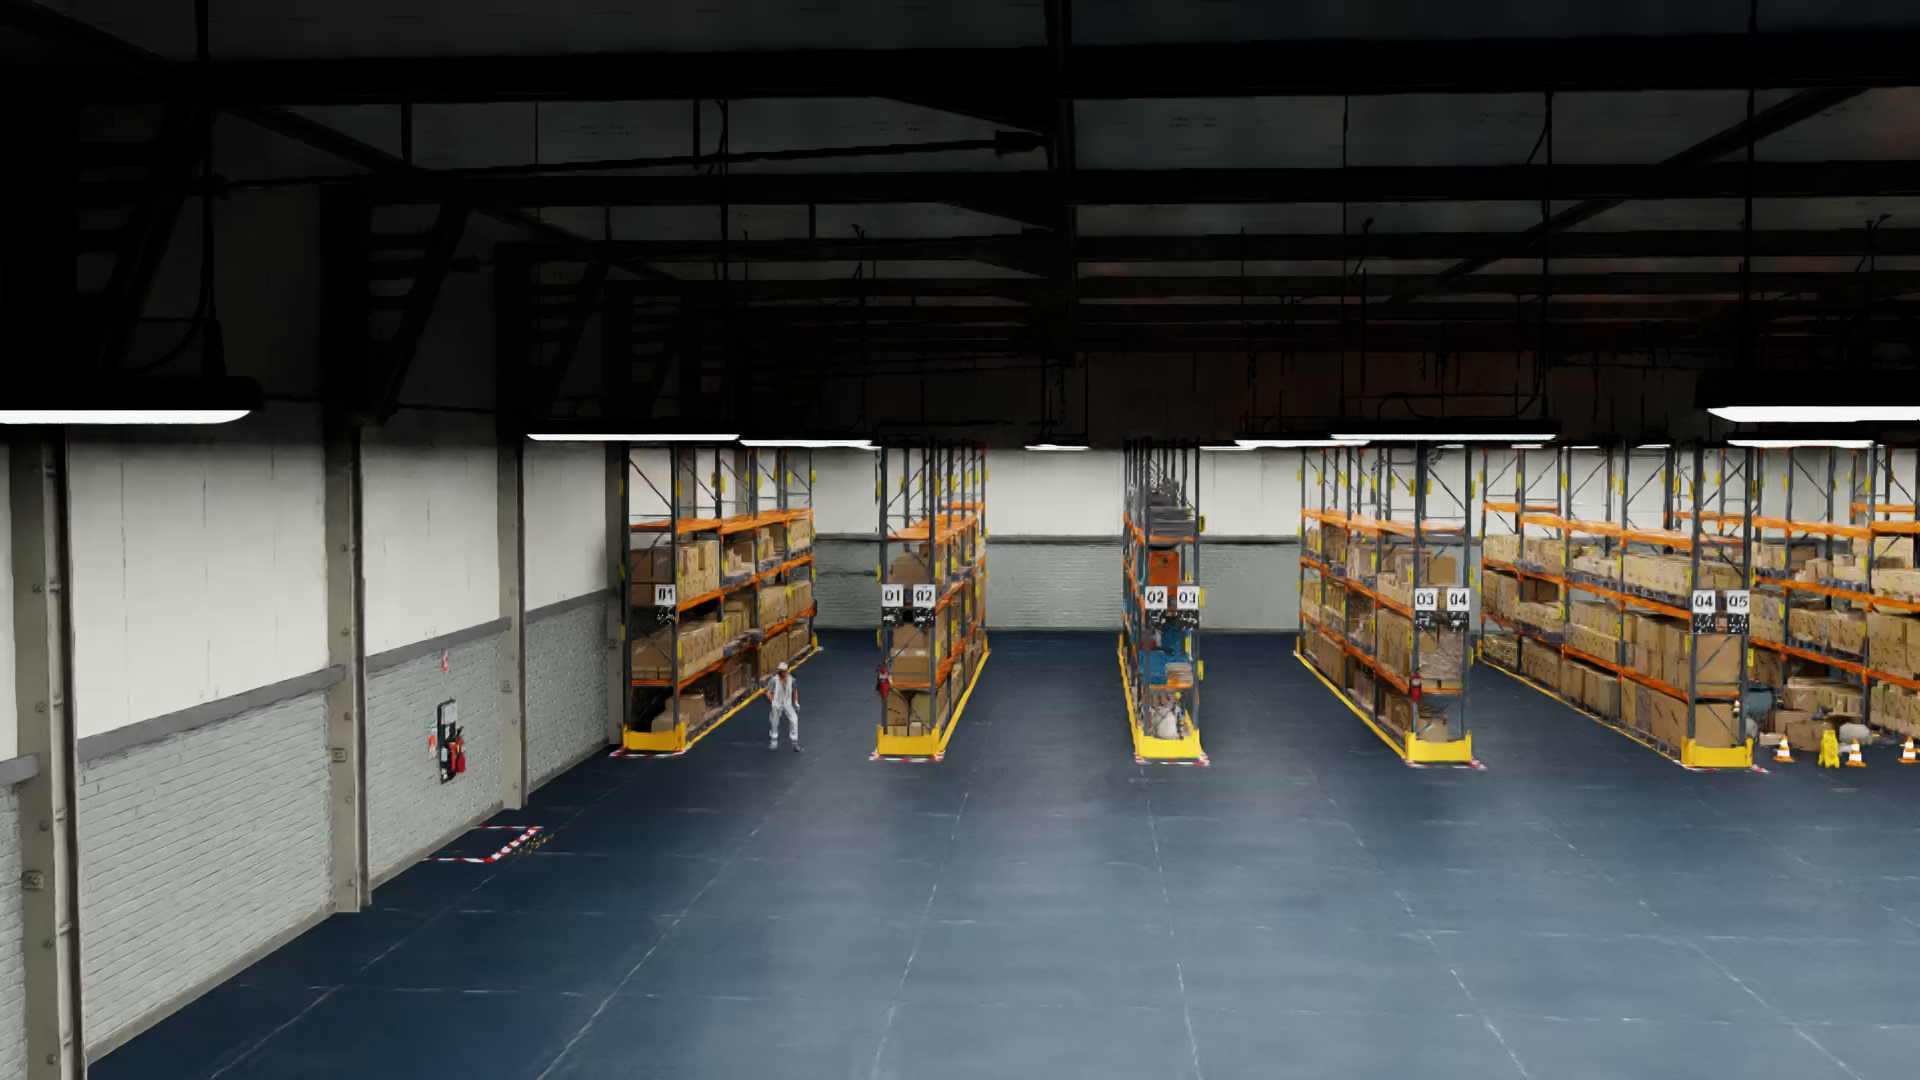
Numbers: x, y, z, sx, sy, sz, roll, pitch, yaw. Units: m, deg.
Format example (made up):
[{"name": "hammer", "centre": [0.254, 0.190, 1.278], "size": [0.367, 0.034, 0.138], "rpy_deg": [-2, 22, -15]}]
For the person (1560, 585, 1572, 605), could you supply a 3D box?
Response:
[{"name": "person", "centre": [18.098, 2.208, 49.847], "size": [0.582, 1.710, 0.541], "rpy_deg": [3, 4, 41]}]

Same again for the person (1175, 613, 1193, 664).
[{"name": "person", "centre": [6.015, 2.466, 44.869], "size": [0.592, 1.690, 1.094], "rpy_deg": [0, 3, -5]}]

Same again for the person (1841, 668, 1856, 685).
[{"name": "person", "centre": [21.087, 2.737, 39.569], "size": [0.497, 1.723, 0.588], "rpy_deg": [2, 4, 35]}]

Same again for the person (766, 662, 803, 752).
[{"name": "person", "centre": [-3.370, 3.156, 31.647], "size": [0.678, 1.715, 0.827], "rpy_deg": [-1, 3, -14]}]
